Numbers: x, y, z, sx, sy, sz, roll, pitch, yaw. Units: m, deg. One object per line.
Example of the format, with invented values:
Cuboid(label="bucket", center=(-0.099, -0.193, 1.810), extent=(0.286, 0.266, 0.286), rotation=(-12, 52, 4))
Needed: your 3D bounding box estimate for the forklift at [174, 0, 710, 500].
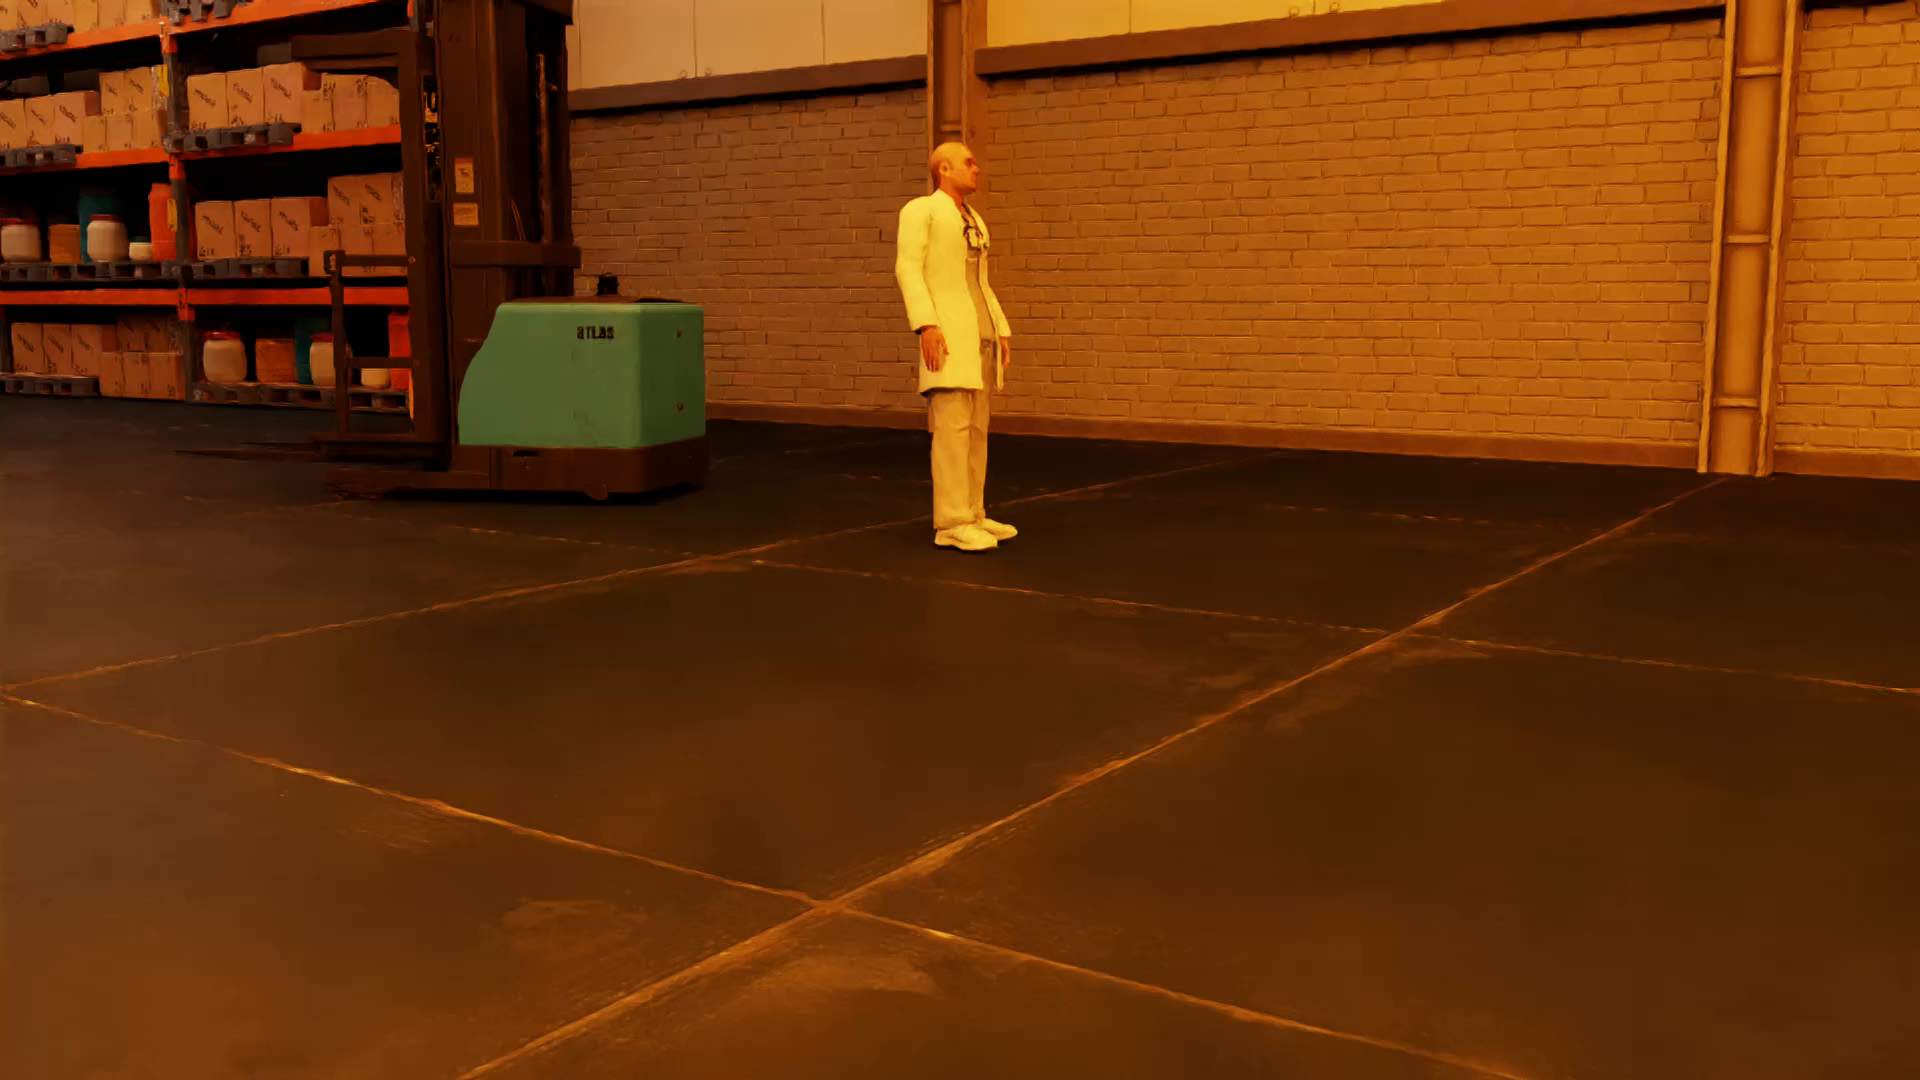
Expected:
Cuboid(label="forklift", center=(-3.045, -1.749, 9.494), extent=(3.031, 2.935, 1.130), rotation=(2, 8, 14))

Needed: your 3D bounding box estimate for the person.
Cuboid(label="person", center=(0.073, -0.879, 7.423), extent=(0.579, 1.776, 0.694), rotation=(5, 10, 34))
